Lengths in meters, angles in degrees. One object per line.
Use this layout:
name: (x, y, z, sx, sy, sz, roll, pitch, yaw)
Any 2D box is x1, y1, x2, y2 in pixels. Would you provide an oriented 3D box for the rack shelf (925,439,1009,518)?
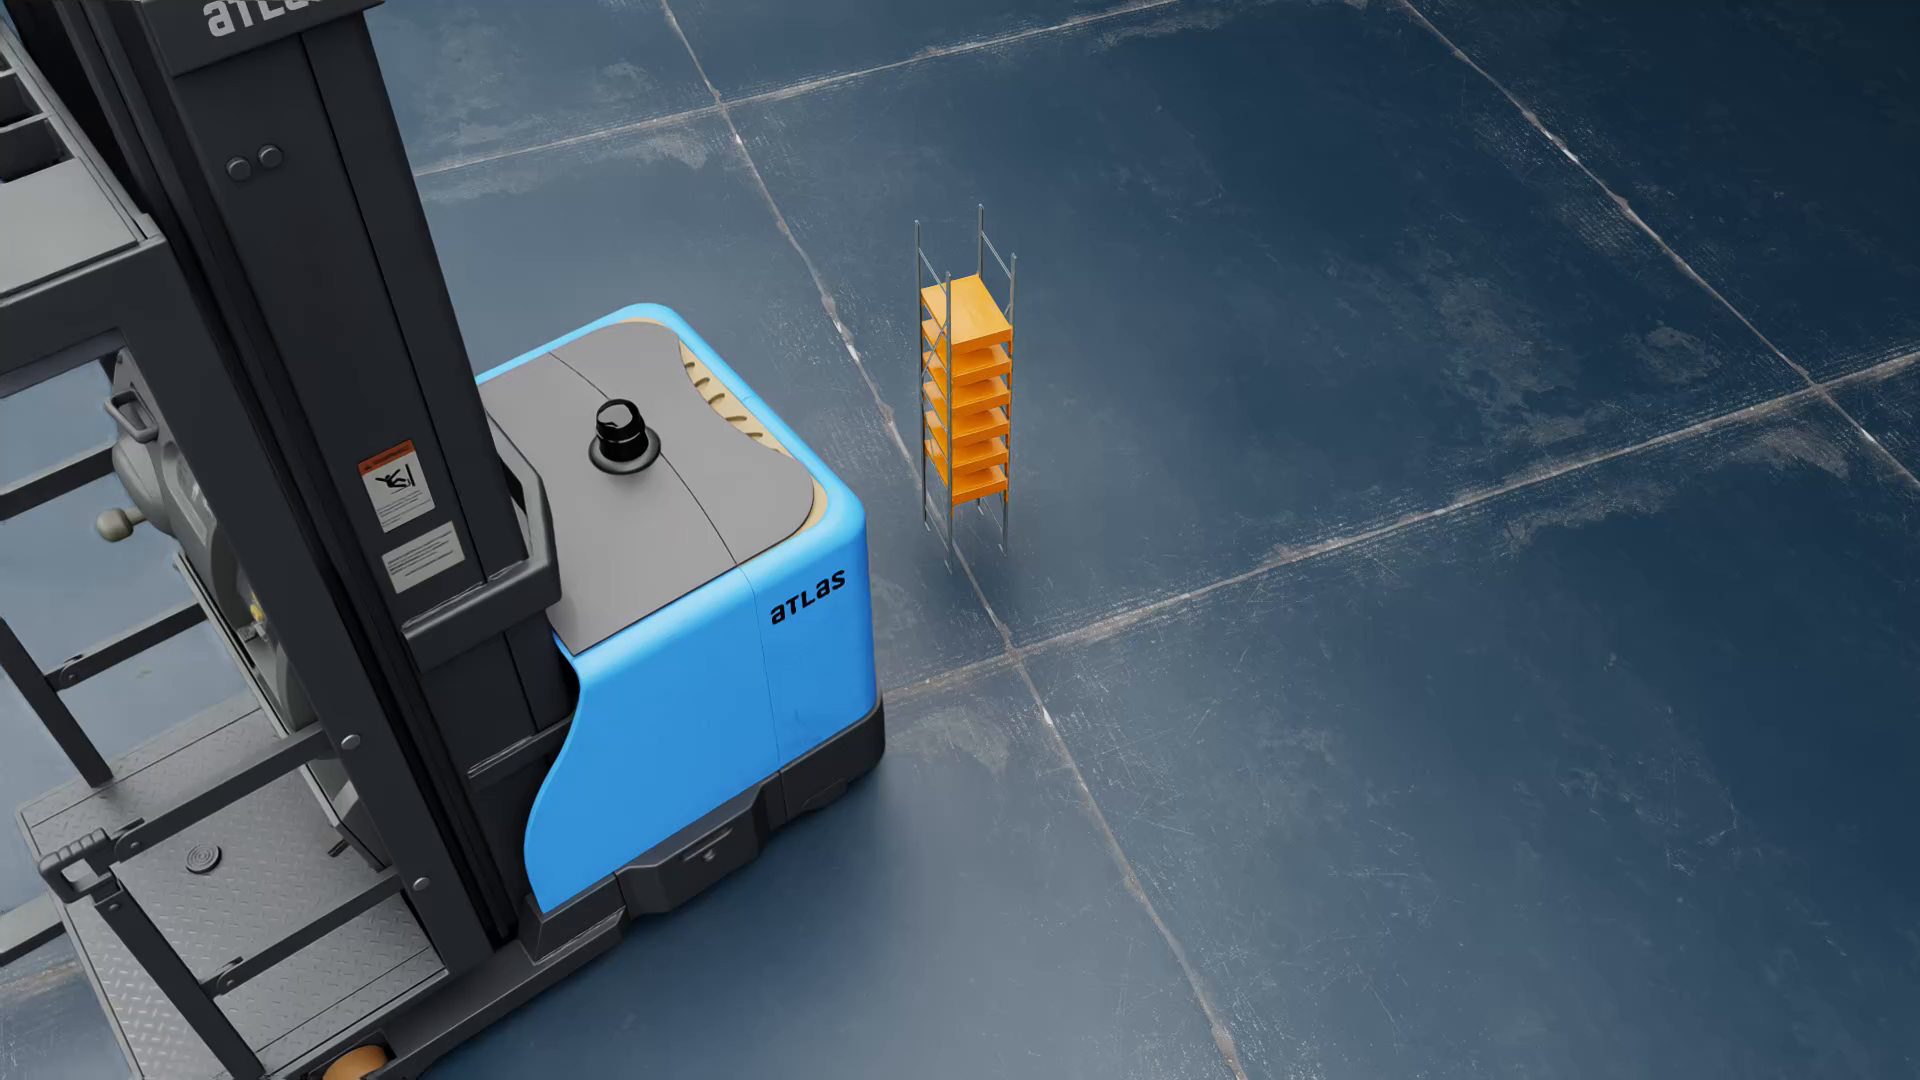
rack shelf: (0.013, -0.210, 5.014, 0.180, 0.103, 0.258, -17, 52, -14)

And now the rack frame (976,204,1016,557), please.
rack frame: (0.098, -0.421, 4.821, 0.006, 1.200, 0.240, -17, 52, -14)

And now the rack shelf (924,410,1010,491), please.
rack shelf: (0.013, -0.288, 4.923, 0.180, 0.103, 0.258, -17, 52, -14)

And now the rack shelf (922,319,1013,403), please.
rack shelf: (0.013, -0.522, 4.650, 0.180, 0.103, 0.258, -17, 52, -14)

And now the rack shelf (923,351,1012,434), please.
rack shelf: (0.013, -0.444, 4.741, 0.180, 0.103, 0.258, -17, 52, -14)

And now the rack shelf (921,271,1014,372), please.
rack shelf: (0.013, -0.601, 4.559, 0.180, 0.103, 0.258, -17, 52, -14)

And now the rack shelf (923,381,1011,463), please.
rack shelf: (0.013, -0.366, 4.832, 0.180, 0.103, 0.258, -17, 52, -14)

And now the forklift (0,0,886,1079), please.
forklift: (-1.686, 0.064, 3.263, 3.031, 2.935, 1.130, -30, 56, -23)

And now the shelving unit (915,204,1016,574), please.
shelving unit: (0.013, -0.395, 4.798, 0.189, 1.200, 0.258, -17, 52, -14)

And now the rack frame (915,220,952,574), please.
rack frame: (-0.071, -0.369, 4.776, 0.006, 1.200, 0.240, -17, 52, -14)
